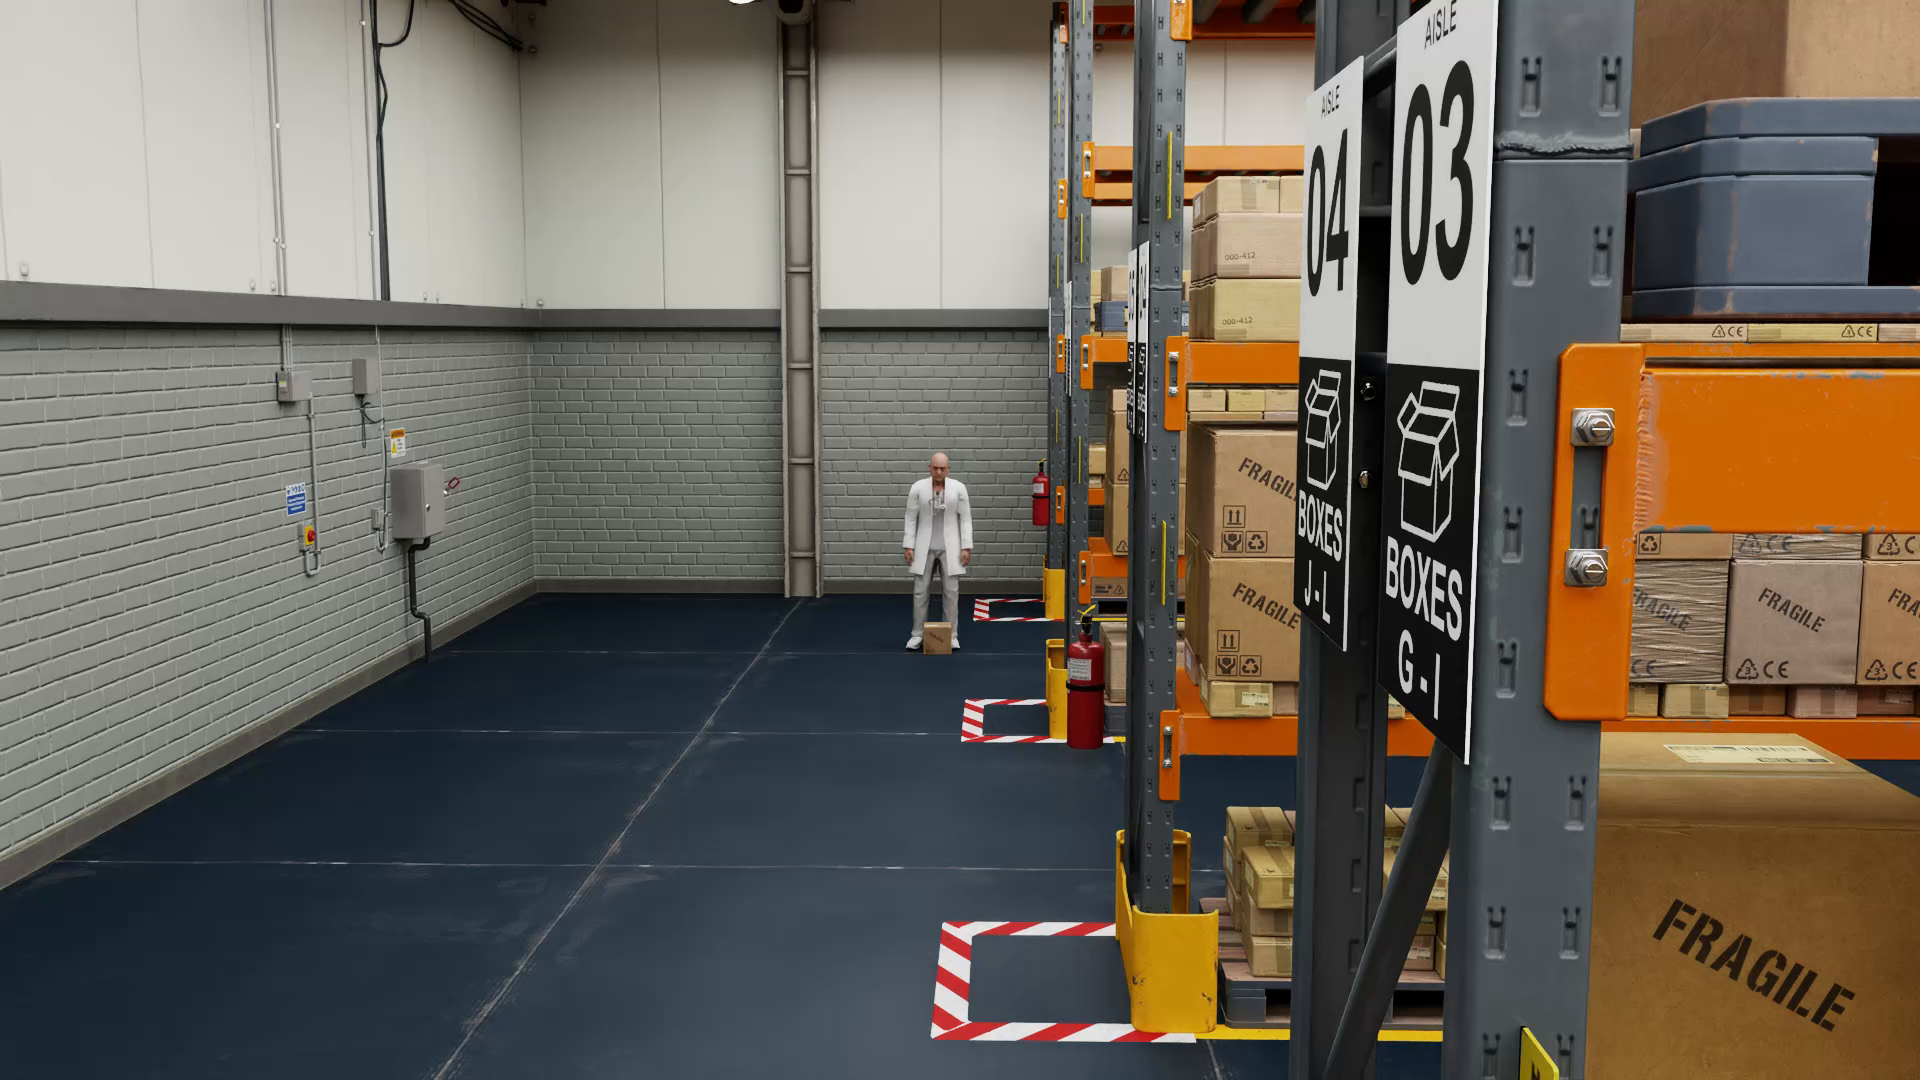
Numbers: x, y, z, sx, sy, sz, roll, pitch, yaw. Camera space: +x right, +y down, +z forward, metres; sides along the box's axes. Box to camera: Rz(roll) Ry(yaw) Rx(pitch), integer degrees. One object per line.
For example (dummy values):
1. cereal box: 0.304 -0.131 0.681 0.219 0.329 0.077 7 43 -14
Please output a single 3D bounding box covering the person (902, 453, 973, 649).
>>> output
1. person: -0.202 0.094 15.062 0.642 1.775 0.422 0 7 1
